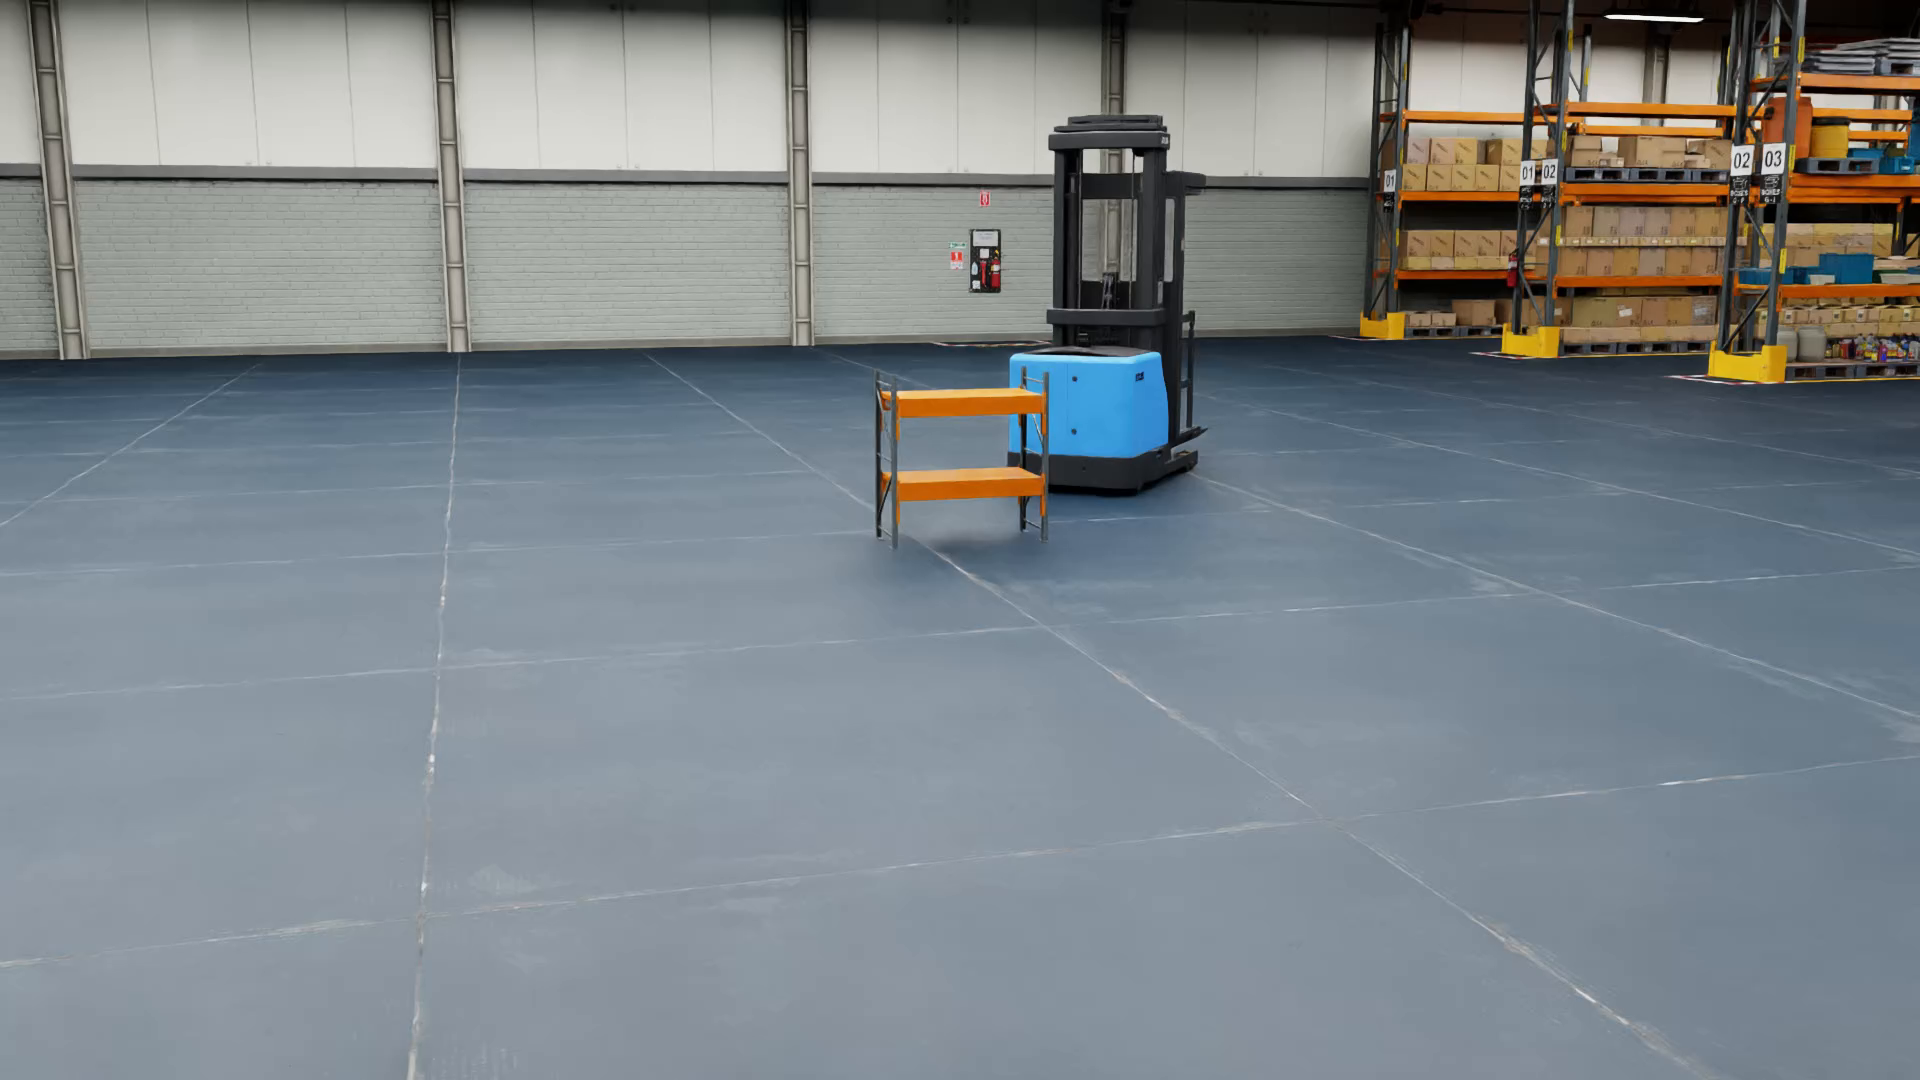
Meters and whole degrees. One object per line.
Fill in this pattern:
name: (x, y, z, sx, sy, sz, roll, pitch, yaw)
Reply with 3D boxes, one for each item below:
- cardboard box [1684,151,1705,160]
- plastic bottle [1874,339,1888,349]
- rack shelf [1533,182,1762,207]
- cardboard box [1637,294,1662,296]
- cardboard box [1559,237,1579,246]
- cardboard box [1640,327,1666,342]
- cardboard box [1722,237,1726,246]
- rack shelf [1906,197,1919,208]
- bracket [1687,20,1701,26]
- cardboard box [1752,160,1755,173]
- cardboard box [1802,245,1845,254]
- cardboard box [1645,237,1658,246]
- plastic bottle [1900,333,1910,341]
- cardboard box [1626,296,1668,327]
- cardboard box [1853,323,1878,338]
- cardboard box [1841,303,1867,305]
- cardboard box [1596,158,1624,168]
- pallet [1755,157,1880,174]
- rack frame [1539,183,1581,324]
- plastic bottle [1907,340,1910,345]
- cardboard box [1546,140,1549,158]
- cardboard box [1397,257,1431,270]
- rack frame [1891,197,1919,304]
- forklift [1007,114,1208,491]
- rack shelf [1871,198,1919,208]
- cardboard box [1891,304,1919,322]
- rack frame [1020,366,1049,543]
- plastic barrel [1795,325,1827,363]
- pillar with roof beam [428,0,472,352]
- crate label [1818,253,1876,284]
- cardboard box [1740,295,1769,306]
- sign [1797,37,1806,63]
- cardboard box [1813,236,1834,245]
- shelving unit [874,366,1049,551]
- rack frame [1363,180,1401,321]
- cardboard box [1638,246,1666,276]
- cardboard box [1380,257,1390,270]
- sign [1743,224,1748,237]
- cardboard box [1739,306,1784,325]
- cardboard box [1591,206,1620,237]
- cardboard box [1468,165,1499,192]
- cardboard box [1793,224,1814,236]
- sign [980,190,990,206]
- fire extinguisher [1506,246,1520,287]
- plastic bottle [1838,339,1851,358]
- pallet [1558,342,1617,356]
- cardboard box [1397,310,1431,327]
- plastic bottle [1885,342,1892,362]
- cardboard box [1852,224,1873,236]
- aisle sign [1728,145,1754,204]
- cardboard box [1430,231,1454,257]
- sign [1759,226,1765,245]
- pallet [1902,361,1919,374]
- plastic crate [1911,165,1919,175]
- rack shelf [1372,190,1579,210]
cardboard box: (12.366, -6.496, 28.465, 0.500, 0.311, 0.500, -4, 11, -19)
plastic bottle: (13.407, -2.788, 24.213, 0.135, 0.276, 0.152, -3, 11, -16)
rack shelf: (11.521, -5.817, 28.060, 4.000, 0.370, 1.077, -3, 11, -16)
cardboard box: (11.948, -4.000, 28.853, 0.500, 0.500, 0.500, -3, 11, -16)
cardboard box: (10.038, -4.945, 27.554, 0.250, 0.149, 0.380, -3, 11, -16)
cardboard box: (11.618, -3.513, 28.276, 0.500, 0.250, 0.500, -3, 11, -16)
cardboard box: (13.002, -5.102, 28.406, 0.250, 0.149, 0.380, -3, 11, -17)
rack shelf: (19.202, -6.222, 30.260, 4.000, 0.370, 1.077, -3, 11, -16)
bracket: (14.901, -10.625, 33.962, 0.430, 0.232, 0.235, -3, 11, -16)
cardboard box: (14.036, -6.434, 28.681, 0.500, 0.250, 0.500, -2, 11, -10)
cardboard box: (15.170, -4.934, 29.286, 0.500, 0.500, 0.500, -3, 11, -16)
cardboard box: (11.514, -5.022, 27.976, 0.250, 0.149, 0.380, -3, 11, -15)
plastic bottle: (13.931, -2.880, 24.508, 0.185, 0.351, 0.144, -3, 11, -14)
cardboard box: (11.619, -3.881, 28.207, 0.500, 0.500, 0.500, -3, 11, -16)
cardboard box: (15.867, -3.733, 29.472, 0.500, 0.250, 0.500, -3, 11, -15)
cardboard box: (16.195, -4.126, 30.057, 0.500, 0.311, 0.500, -3, 11, -17)
cardboard box: (10.780, -6.250, 27.574, 0.250, 0.149, 0.380, -3, 11, -16)
pallet: (11.803, -5.140, 22.919, 1.213, 0.211, 1.003, -3, 11, -16)
rack frame: (12.053, -5.658, 33.493, 0.127, 3.000, 1.000, -3, 11, -16)
plastic bottle: (13.603, -2.718, 23.813, 0.133, 0.283, 0.061, -3, 11, -16)
cardboard box: (11.648, -7.611, 32.727, 0.500, 0.500, 0.500, -4, 11, -21)
cardboard box: (8.770, -5.361, 32.240, 0.500, 0.250, 0.500, -3, 11, -18)
rack frame: (17.282, -4.999, 29.916, 0.127, 3.000, 1.000, -3, 11, -16)
forklift: (1.416, -2.047, 14.069, 1.130, 2.935, 3.031, 4, 11, 23)
rack shelf: (21.655, -7.285, 36.036, 4.000, 0.370, 1.077, -3, 11, -16)
cardboard box: (16.848, -4.060, 29.700, 0.500, 0.311, 0.500, -3, 11, -14)
rack frame: (0.495, -0.579, 11.086, 0.032, 1.125, 0.500, -3, 11, -16)
plastic barrel: (12.073, -2.788, 23.617, 0.421, 0.512, 0.421, 0, 10, 0)
pillar with roof beam: (-7.436, -6.932, 23.847, 0.400, 9.000, 9.100, -3, 11, -16)
crate label: (12.673, -3.890, 23.797, 0.616, 0.435, 0.502, -3, 11, -16)
cardboard box: (16.636, -5.024, 34.828, 0.750, 0.750, 0.750, -3, 11, -17)
sign: (11.131, -6.485, 21.994, 0.005, 0.325, 0.100, -3, 11, -16)
cardboard box: (17.912, -6.123, 34.868, 0.500, 0.500, 0.500, -3, 11, -14)
shelving unit: (0.006, -0.554, 10.946, 1.048, 1.125, 0.538, -3, 11, -16)
rack frame: (8.213, -5.455, 32.394, 0.127, 3.000, 1.000, -3, 11, -16)
cardboard box: (11.538, -4.744, 28.252, 0.500, 0.500, 0.700, -3, 11, -14)
cardboard box: (8.607, -5.449, 32.717, 0.500, 0.250, 0.500, -3, 11, -15)
sign: (16.054, -6.297, 33.985, 0.005, 0.325, 0.100, -3, 11, -16)
cardboard box: (13.908, -3.904, 28.855, 0.500, 0.311, 0.500, -3, 11, -16)
cardboard box: (10.607, -5.333, 27.871, 0.500, 0.500, 0.700, -3, 11, -17)
cardboard box: (10.135, -7.042, 32.395, 0.500, 0.500, 0.500, -2, 11, -12)
cardboard box: (17.396, -6.466, 34.658, 0.500, 0.250, 0.500, -3, 11, -16)
sign: (0.463, -6.376, 30.992, 0.199, 0.298, 0.001, -3, 11, -16)
fire extinguisher: (9.357, -4.631, 28.130, 0.183, 0.674, 0.296, -3, 11, -16)
plastic bottle: (12.872, -2.787, 24.208, 0.135, 0.276, 0.152, -3, 11, -16)
pallet: (10.323, -3.269, 28.219, 1.213, 0.211, 1.003, -3, 11, -16)
cardboard box: (8.902, -4.369, 32.703, 0.500, 0.311, 0.500, -4, 11, -22)
plastic bottle: (13.139, -2.662, 23.544, 0.097, 0.271, 0.097, 0, 10, 0)
cardboard box: (18.864, -6.544, 35.085, 0.500, 0.250, 0.500, -3, 11, -15)
aisle sign: (10.830, -5.059, 23.064, 0.004, 0.787, 0.394, -3, 11, -16)
cardboard box: (9.232, -5.755, 32.311, 0.500, 0.500, 0.500, -3, 11, -16)
sign: (13.598, -5.165, 28.207, 0.005, 0.325, 0.100, -3, 11, -16)
pallet: (14.166, -2.537, 24.245, 1.213, 0.211, 1.003, -3, 11, -16)
plastic crate: (13.394, -5.129, 23.068, 0.396, 0.136, 0.243, -3, 11, -16)
rack shelf: (10.133, -6.678, 32.737, 4.000, 0.370, 1.077, -3, 11, -16)
